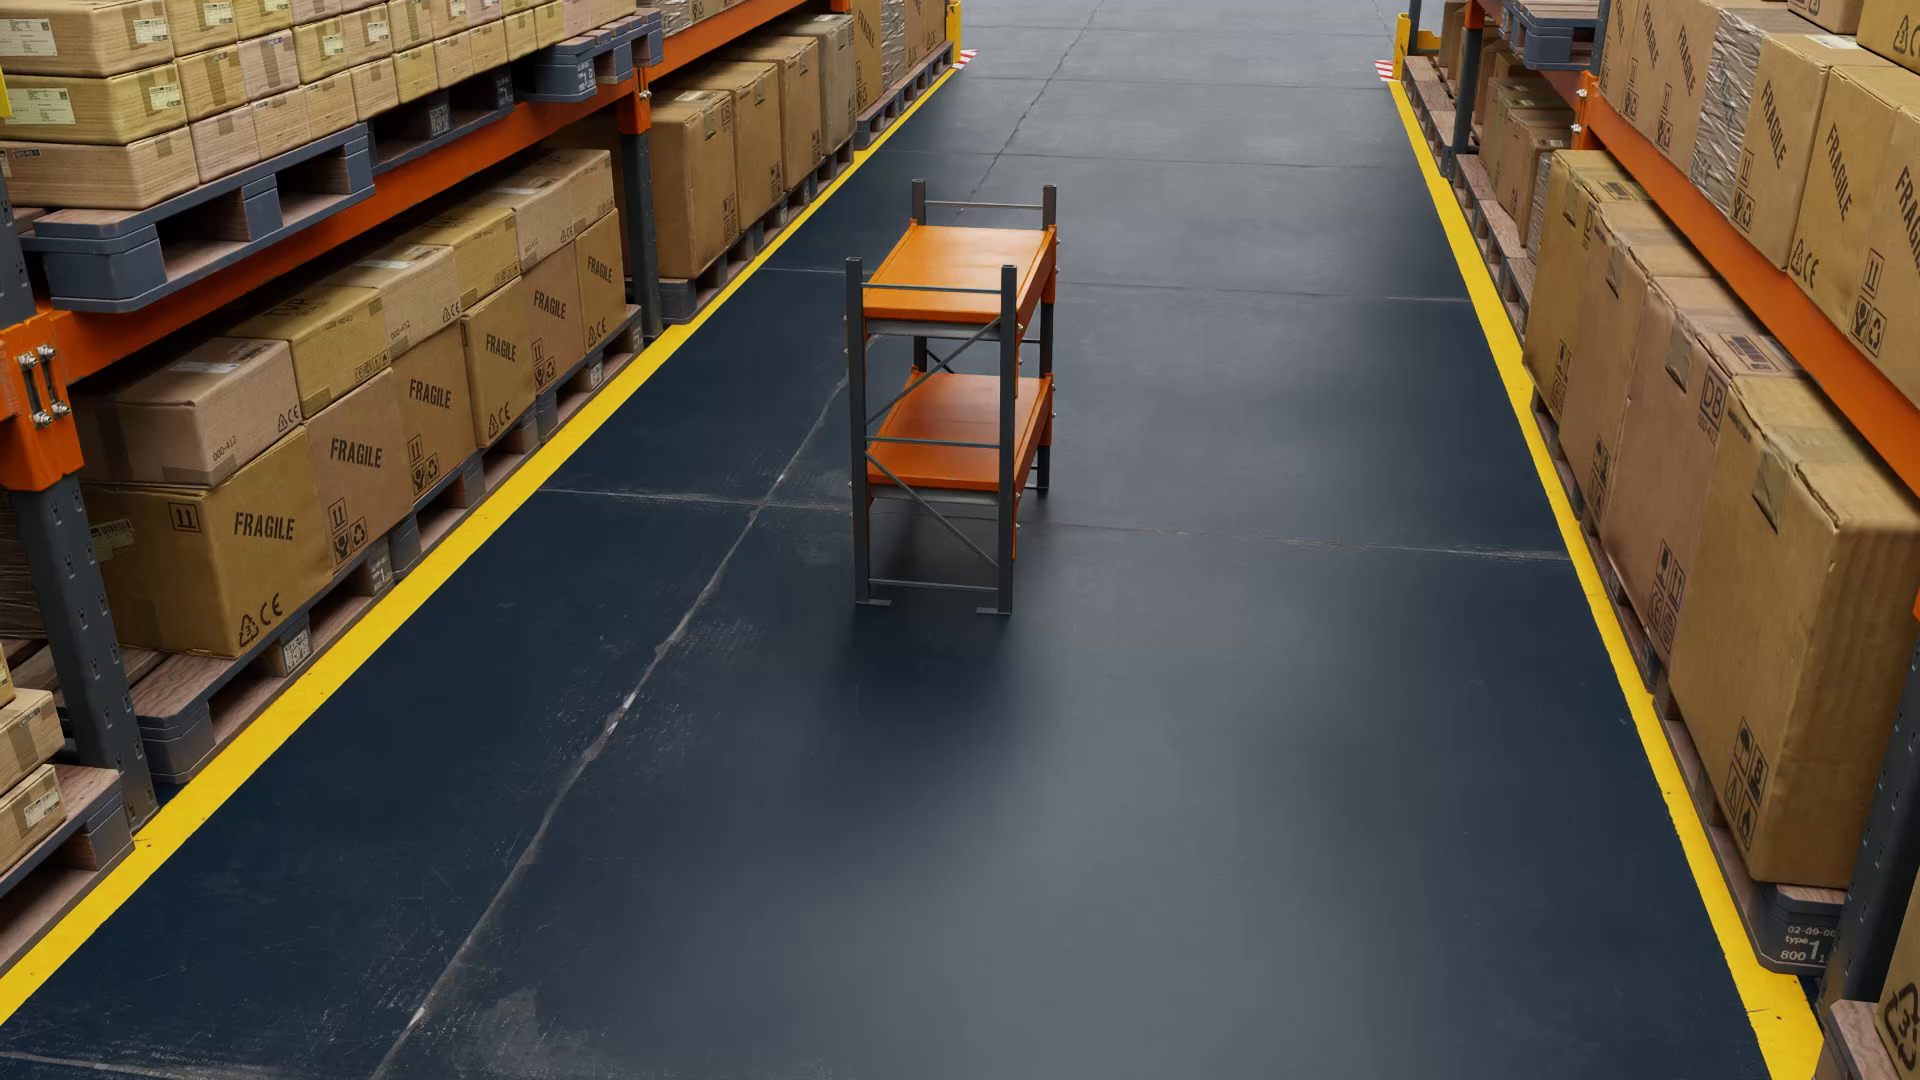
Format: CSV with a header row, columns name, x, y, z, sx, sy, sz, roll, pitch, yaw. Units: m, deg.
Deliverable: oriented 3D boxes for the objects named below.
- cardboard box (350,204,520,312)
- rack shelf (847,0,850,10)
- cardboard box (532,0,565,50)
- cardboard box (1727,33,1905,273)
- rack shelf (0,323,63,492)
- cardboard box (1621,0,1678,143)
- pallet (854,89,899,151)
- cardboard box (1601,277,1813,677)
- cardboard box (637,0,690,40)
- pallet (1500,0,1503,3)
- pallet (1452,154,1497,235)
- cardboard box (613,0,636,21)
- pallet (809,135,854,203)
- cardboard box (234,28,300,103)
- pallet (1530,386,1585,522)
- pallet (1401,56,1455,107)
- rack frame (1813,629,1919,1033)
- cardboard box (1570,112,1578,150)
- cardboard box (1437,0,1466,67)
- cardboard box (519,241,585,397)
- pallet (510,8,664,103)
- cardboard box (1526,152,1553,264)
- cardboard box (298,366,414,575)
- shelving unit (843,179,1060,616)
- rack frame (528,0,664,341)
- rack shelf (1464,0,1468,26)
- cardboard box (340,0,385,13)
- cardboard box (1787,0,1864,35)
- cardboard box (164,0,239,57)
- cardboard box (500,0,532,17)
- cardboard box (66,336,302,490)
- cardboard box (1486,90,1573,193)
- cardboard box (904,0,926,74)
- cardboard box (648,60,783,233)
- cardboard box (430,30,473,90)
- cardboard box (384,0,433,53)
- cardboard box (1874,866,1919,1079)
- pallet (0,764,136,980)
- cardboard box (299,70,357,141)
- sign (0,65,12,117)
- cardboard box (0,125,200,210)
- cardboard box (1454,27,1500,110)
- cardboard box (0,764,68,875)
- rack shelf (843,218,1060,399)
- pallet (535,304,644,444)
name,x,y,z,sx,sy,sz,roll,pitch,yaw
cardboard box,-1.923,-1.014,5.948,0.500,0.250,0.500,5,25,10
rack shelf,-0.919,-4.528,12.734,1.077,0.370,4.000,4,25,9
cardboard box,-1.655,-1.867,6.002,0.380,0.149,0.250,4,25,8
cardboard box,2.297,-0.971,4.168,0.500,0.500,0.500,4,25,8
rack shelf,-2.880,0.491,2.012,1.077,0.370,4.000,4,25,9
cardboard box,2.547,-1.603,5.519,0.500,0.500,0.500,3,25,7
pallet,-1.044,-3.067,12.053,1.003,0.211,1.213,4,25,9
cardboard box,2.554,-0.156,4.556,1.225,0.875,0.875,3,25,7
cardboard box,-1.560,-2.559,7.560,0.500,0.500,0.500,4,25,9
pallet,3.260,-2.702,8.211,1.003,0.211,1.213,4,25,9
pallet,3.505,-2.043,9.865,1.003,0.211,1.213,4,25,9
cardboard box,-1.527,-2.183,6.676,0.380,0.149,0.250,4,25,9
pallet,-1.298,-2.426,10.685,1.003,0.211,1.213,4,25,9
cardboard box,-1.953,-1.232,4.294,0.380,0.149,0.250,5,25,10
pallet,2.774,-0.371,6.294,1.003,0.211,1.213,4,25,9
pallet,4.105,-3.672,13.346,1.003,0.211,1.213,4,25,9
rack frame,2.323,-0.286,2.822,1.000,3.000,0.127,4,25,9
cardboard box,3.134,-1.870,7.752,0.500,0.250,0.500,7,26,14
cardboard box,4.166,-4.102,13.429,0.500,0.500,0.500,9,27,18
cardboard box,-1.838,-0.892,6.571,0.500,0.500,0.500,5,26,11
pallet,-1.911,-1.952,6.608,1.213,0.211,1.003,4,25,9
cardboard box,3.145,-1.540,7.932,0.700,0.500,0.500,2,25,4
cardboard box,-2.086,-0.242,5.181,0.500,0.500,0.500,5,26,11
shelving unit,-0.001,-0.507,5.506,0.538,1.125,1.048,4,25,9
rack frame,-1.900,-2.344,7.220,1.000,3.000,0.127,4,25,9
rack shelf,3.958,-4.142,11.909,1.077,0.370,4.000,4,25,9
cardboard box,-1.867,-1.586,4.698,0.380,0.149,0.250,4,25,8
cardboard box,2.629,-1.600,4.329,0.797,0.503,0.637,5,26,10
cardboard box,-1.996,-1.267,4.018,0.380,0.149,0.250,5,25,10
cardboard box,-1.698,-1.887,5.693,0.380,0.149,0.250,4,25,8
cardboard box,-2.172,-0.360,4.549,0.500,0.250,0.500,3,25,6
cardboard box,3.413,-2.245,9.438,0.700,0.500,0.500,4,25,8
cardboard box,-0.780,-4.262,13.328,0.875,0.875,0.875,4,25,8
cardboard box,-1.572,-2.130,8.921,1.050,0.750,0.750,4,25,9
cardboard box,-1.783,-1.532,5.286,0.380,0.149,0.250,3,25,6
cardboard box,-1.826,-1.565,5.004,0.380,0.149,0.250,4,25,8
cardboard box,2.137,0.757,2.605,0.875,0.875,0.875,4,25,9
pallet,-2.628,0.875,3.632,1.003,0.211,1.213,4,25,9
cardboard box,-1.909,-1.206,4.590,0.380,0.149,0.250,4,25,9
sign,-2.017,-1.029,3.389,0.100,0.325,0.005,4,25,9
cardboard box,-2.035,-0.881,3.894,0.380,0.149,0.250,3,25,6
cardboard box,3.846,-3.359,11.841,0.500,0.500,0.500,2,25,4
cardboard box,-2.281,0.617,3.761,0.380,0.149,0.250,4,25,9
rack shelf,-0.001,-0.772,5.381,0.538,0.278,1.000,4,25,9
pallet,-2.029,-0.755,7.113,1.003,0.211,1.213,4,25,9
